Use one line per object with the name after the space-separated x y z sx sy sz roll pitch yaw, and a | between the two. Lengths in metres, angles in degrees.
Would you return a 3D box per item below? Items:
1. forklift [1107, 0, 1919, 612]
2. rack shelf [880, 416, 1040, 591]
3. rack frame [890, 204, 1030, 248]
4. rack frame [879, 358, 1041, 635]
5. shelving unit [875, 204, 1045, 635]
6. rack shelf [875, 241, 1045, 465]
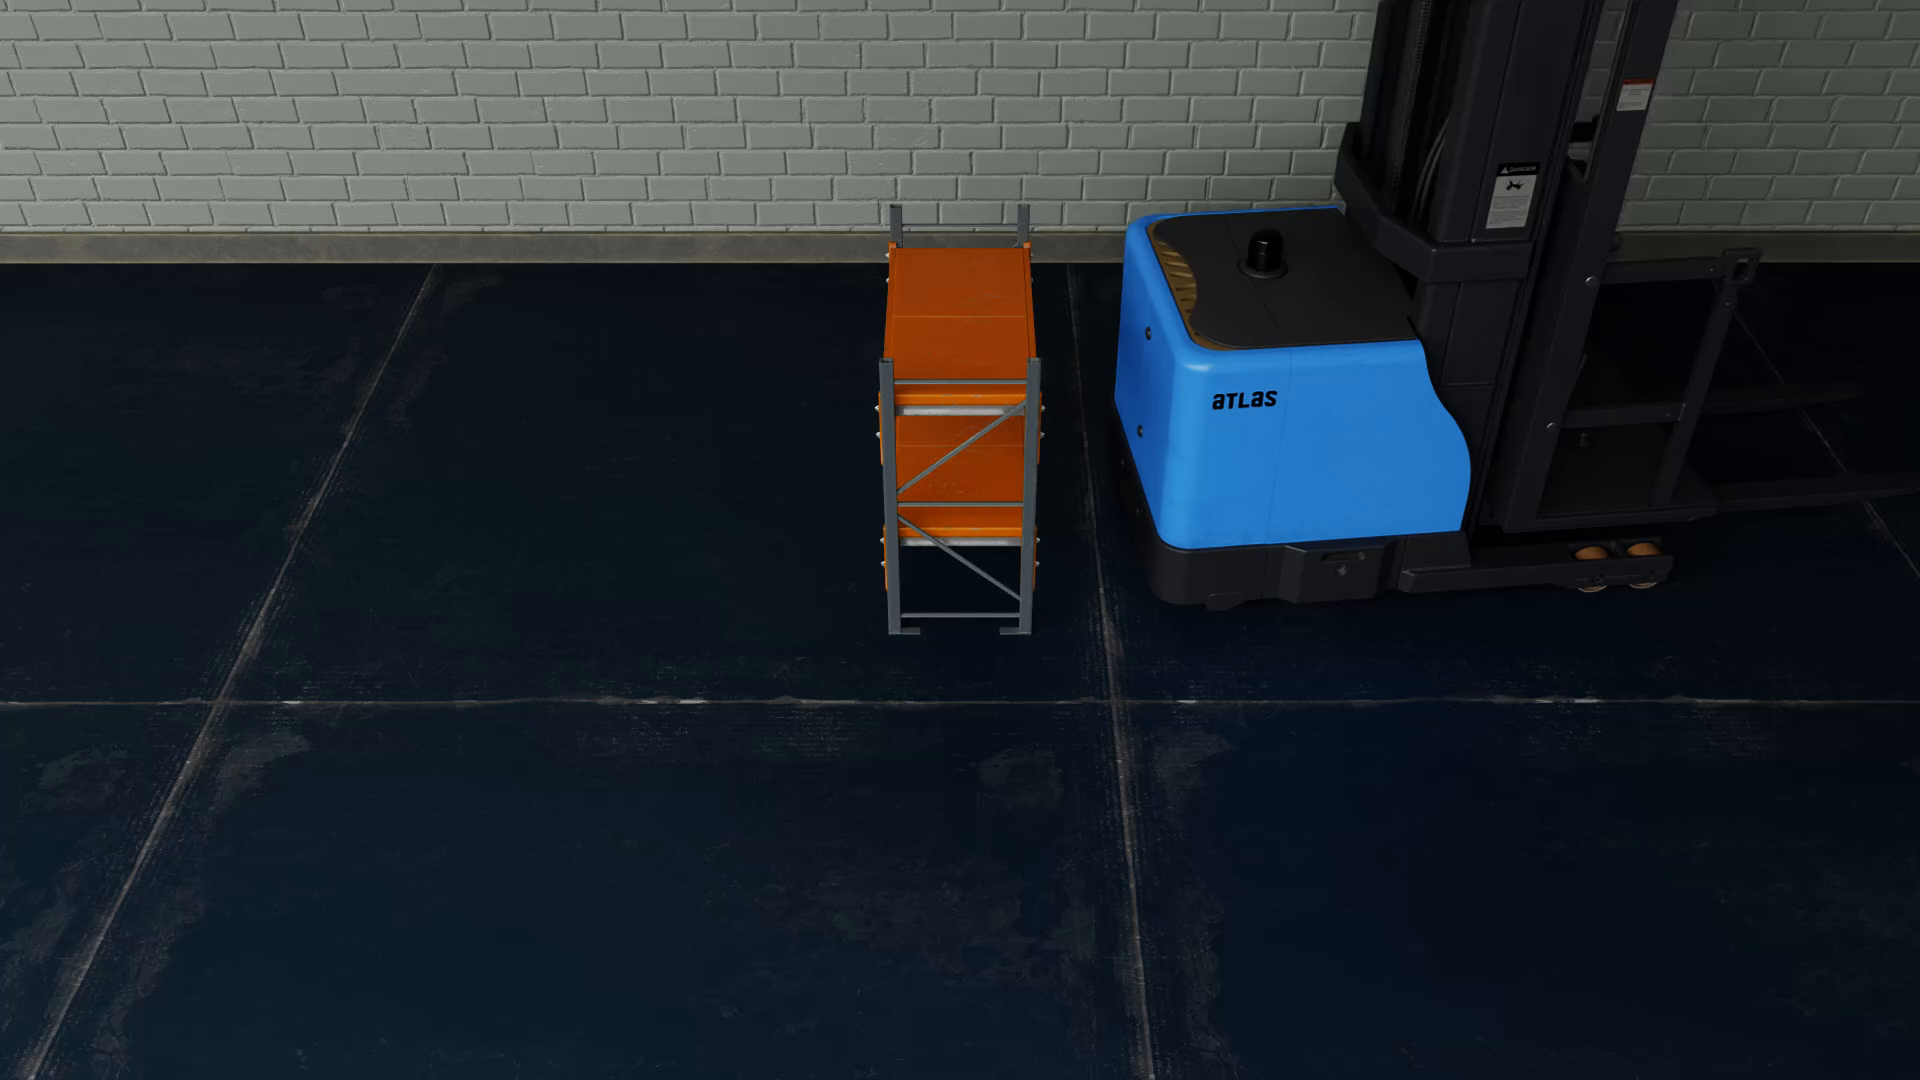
2.136 -1.282 5.505 3.031 2.935 1.130 -4 39 -5 | forklift
0.000 -0.244 6.046 0.538 0.278 1.000 0 39 0 | rack shelf
-0.001 -0.753 6.290 0.500 1.125 0.032 0 39 0 | rack frame
0.001 -0.117 5.496 0.500 1.125 0.032 0 39 0 | rack frame
0.000 -0.435 5.893 0.538 1.125 1.048 0 39 0 | shelving unit
0.000 -0.663 5.710 0.538 0.278 1.000 0 39 0 | rack shelf
